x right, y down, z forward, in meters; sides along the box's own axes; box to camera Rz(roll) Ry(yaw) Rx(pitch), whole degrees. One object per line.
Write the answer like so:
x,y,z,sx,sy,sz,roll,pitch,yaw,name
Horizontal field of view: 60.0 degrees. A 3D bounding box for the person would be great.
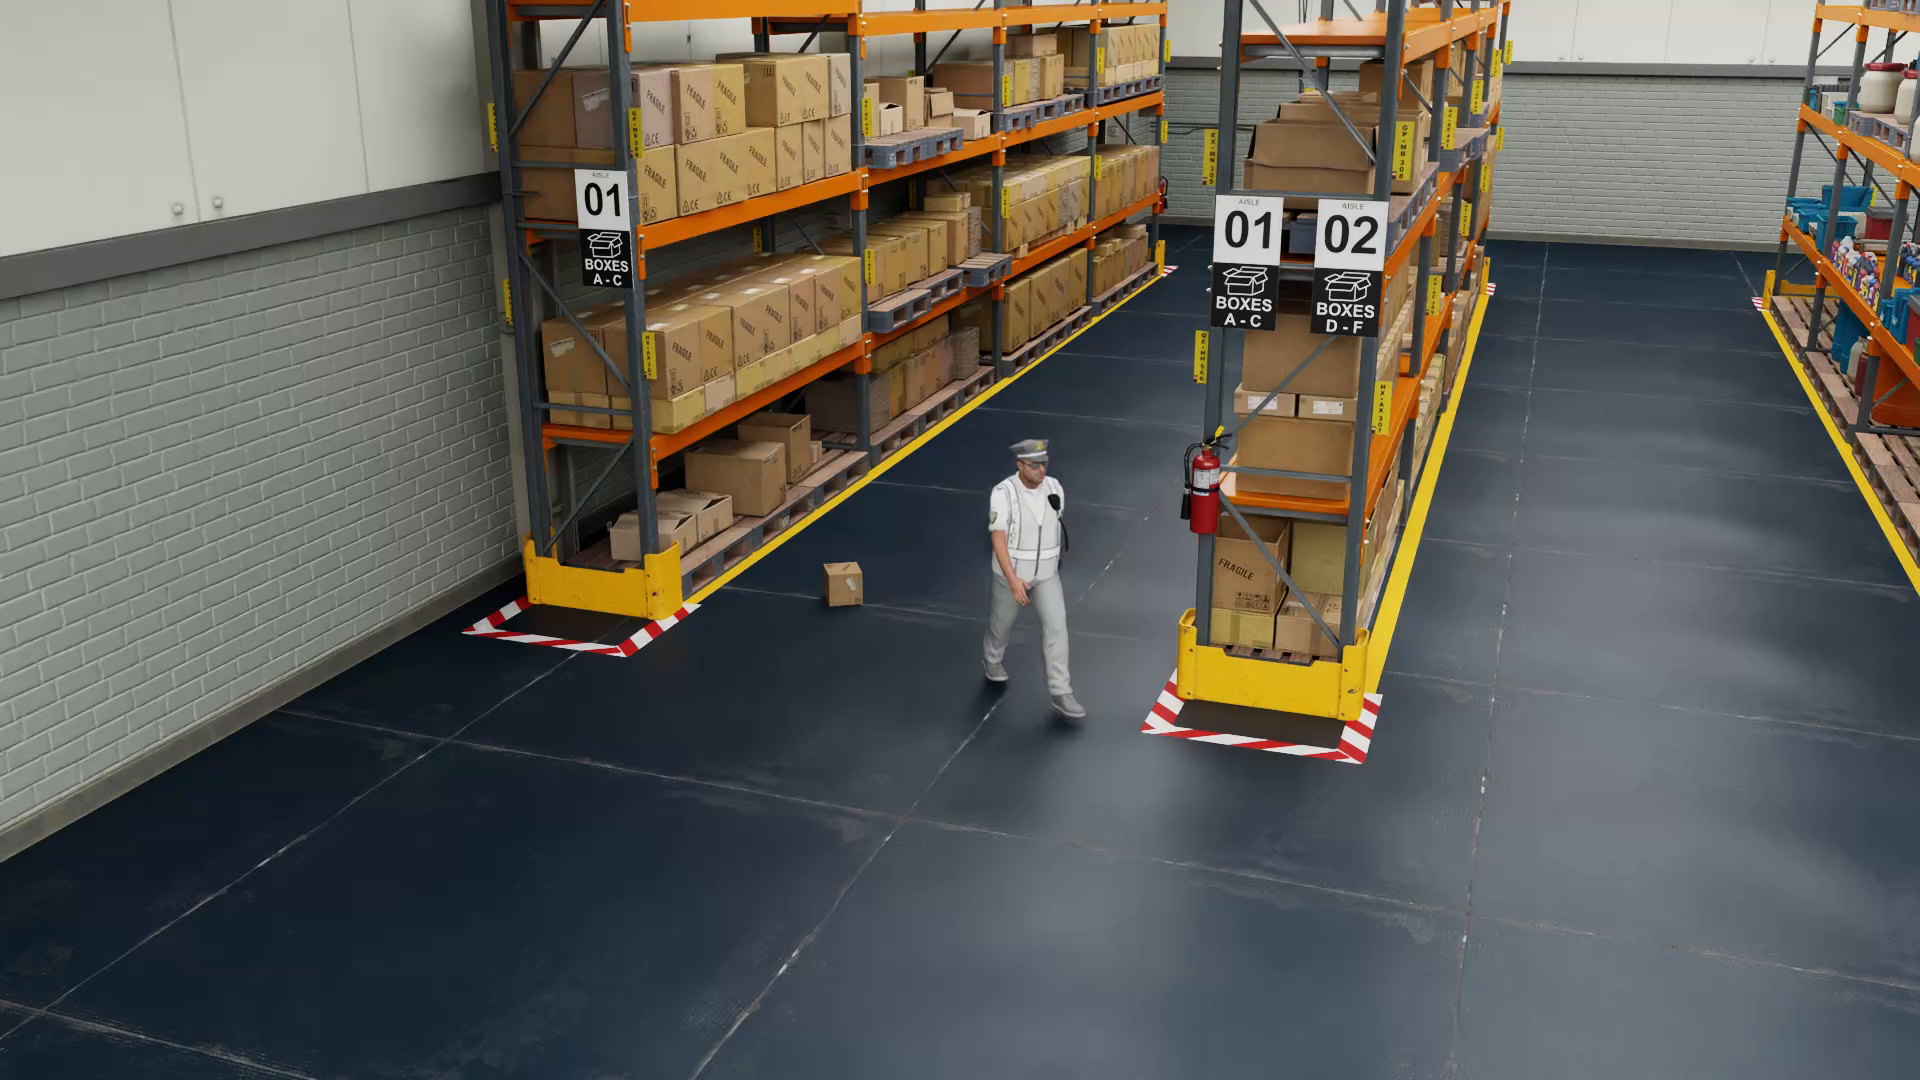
0.447,0.192,10.422,0.537,1.698,1.073,-6,19,-18,person
